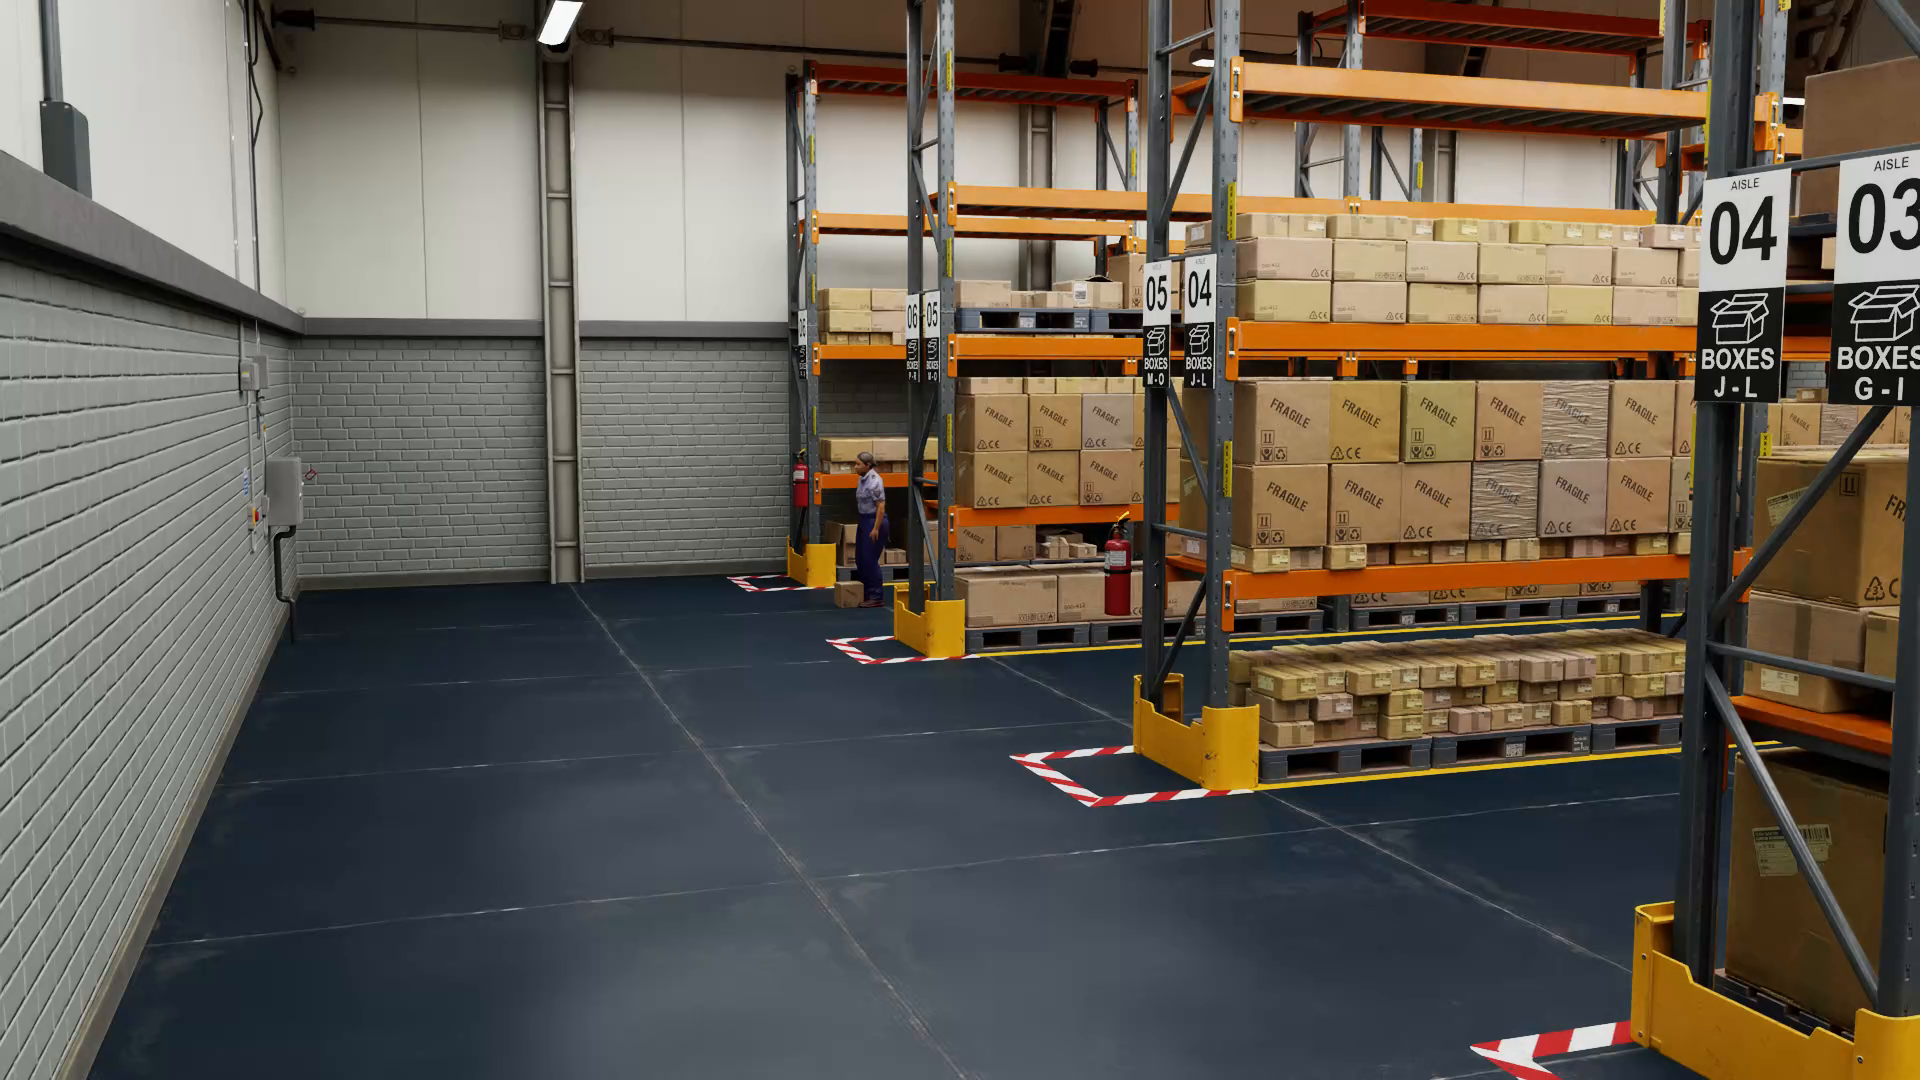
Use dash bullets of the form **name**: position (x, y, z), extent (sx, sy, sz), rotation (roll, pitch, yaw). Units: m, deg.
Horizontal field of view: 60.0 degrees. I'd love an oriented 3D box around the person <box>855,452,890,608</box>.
- **person**: position (-0.966, -0.122, 17.795), extent (0.369, 1.651, 0.564), rotation (-2, 6, -22)
